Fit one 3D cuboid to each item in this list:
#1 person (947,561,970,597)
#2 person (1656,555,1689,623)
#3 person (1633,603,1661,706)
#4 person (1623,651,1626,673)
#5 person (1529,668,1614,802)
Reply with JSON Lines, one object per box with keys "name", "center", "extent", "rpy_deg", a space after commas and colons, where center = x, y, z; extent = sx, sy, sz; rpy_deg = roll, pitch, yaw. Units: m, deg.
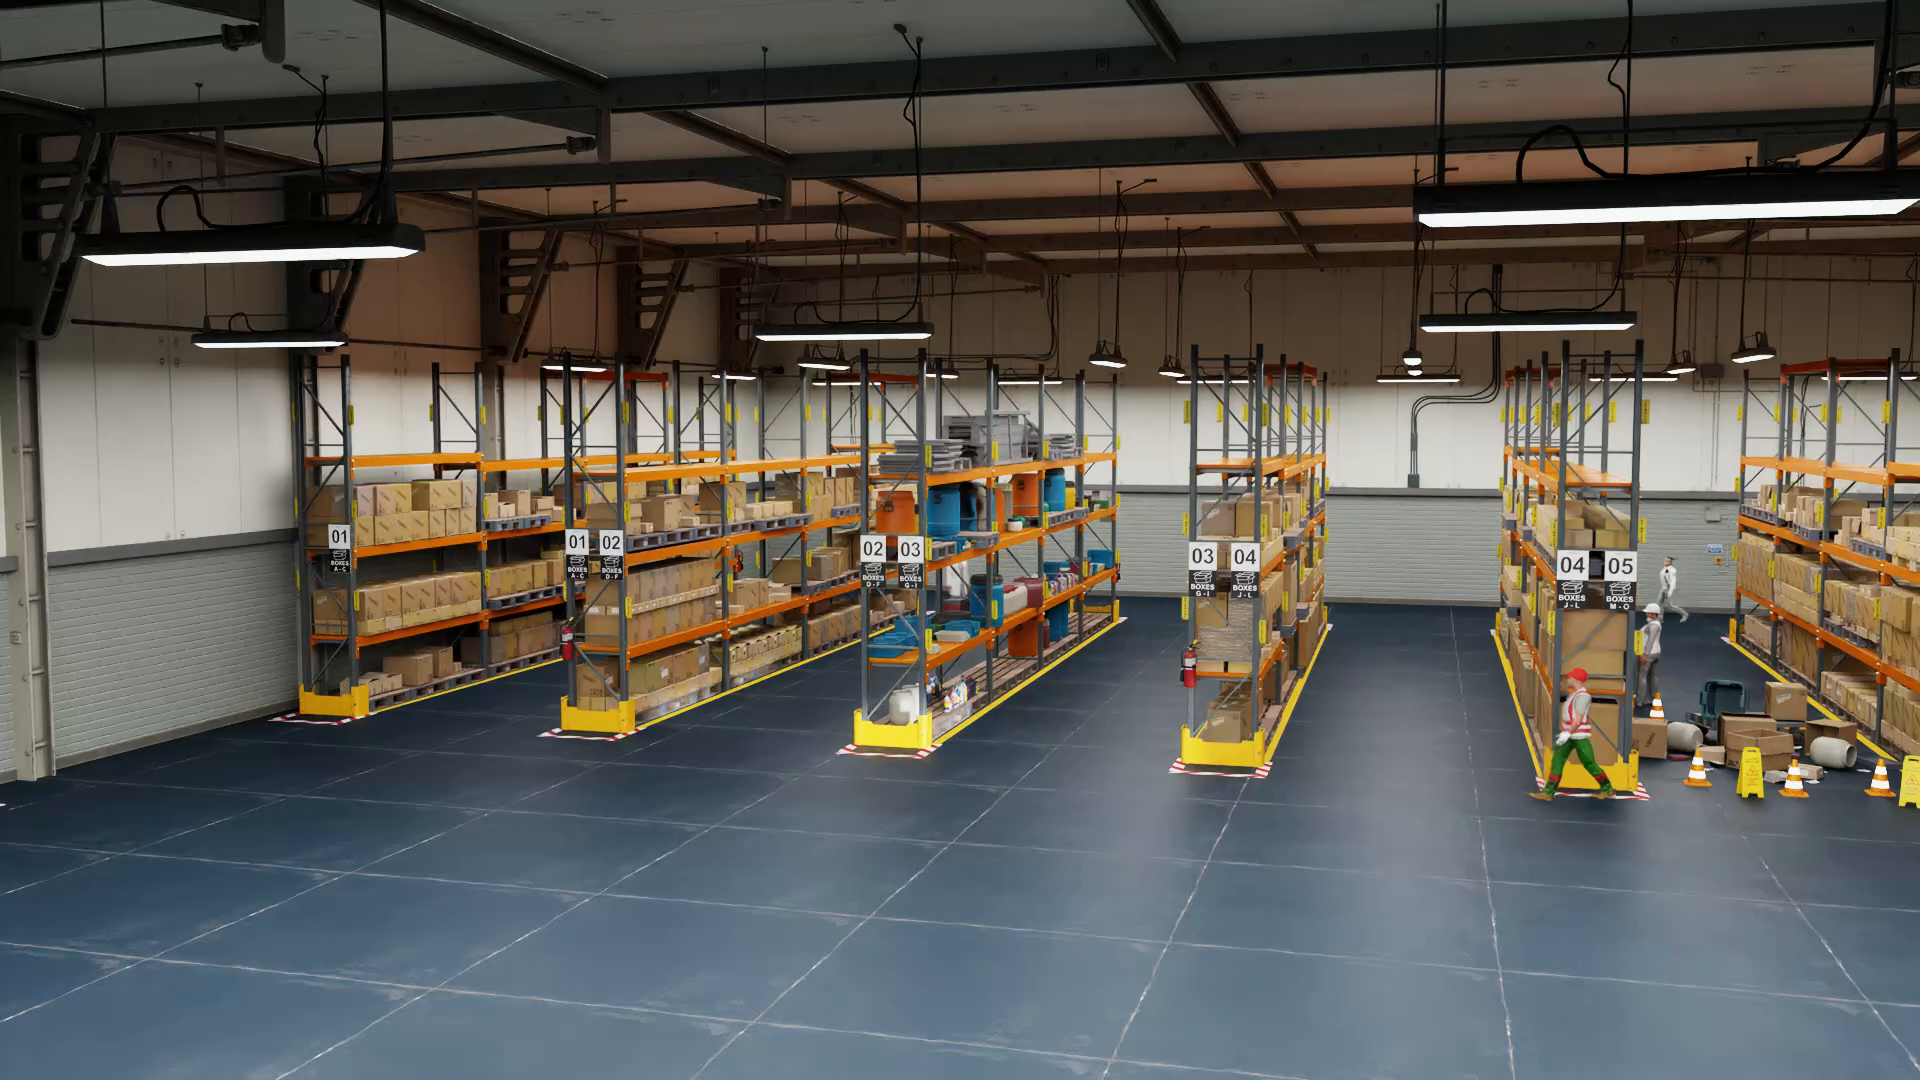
{"name": "person", "center": [-0.021, 1.110, 40.054], "extent": [0.628, 1.786, 0.419], "rpy_deg": [-4, 6, -42]}
{"name": "person", "center": [16.971, 1.187, 39.756], "extent": [0.807, 1.640, 0.519], "rpy_deg": [1, 4, 8]}
{"name": "person", "center": [11.858, 1.976, 28.704], "extent": [0.490, 1.778, 0.610], "rpy_deg": [4, 6, 44]}
{"name": "person", "center": [12.820, 1.771, 32.255], "extent": [0.408, 1.654, 0.538], "rpy_deg": [4, 6, 42]}
{"name": "person", "center": [7.920, 2.520, 21.433], "extent": [1.057, 1.754, 0.505], "rpy_deg": [-1, 4, -10]}
